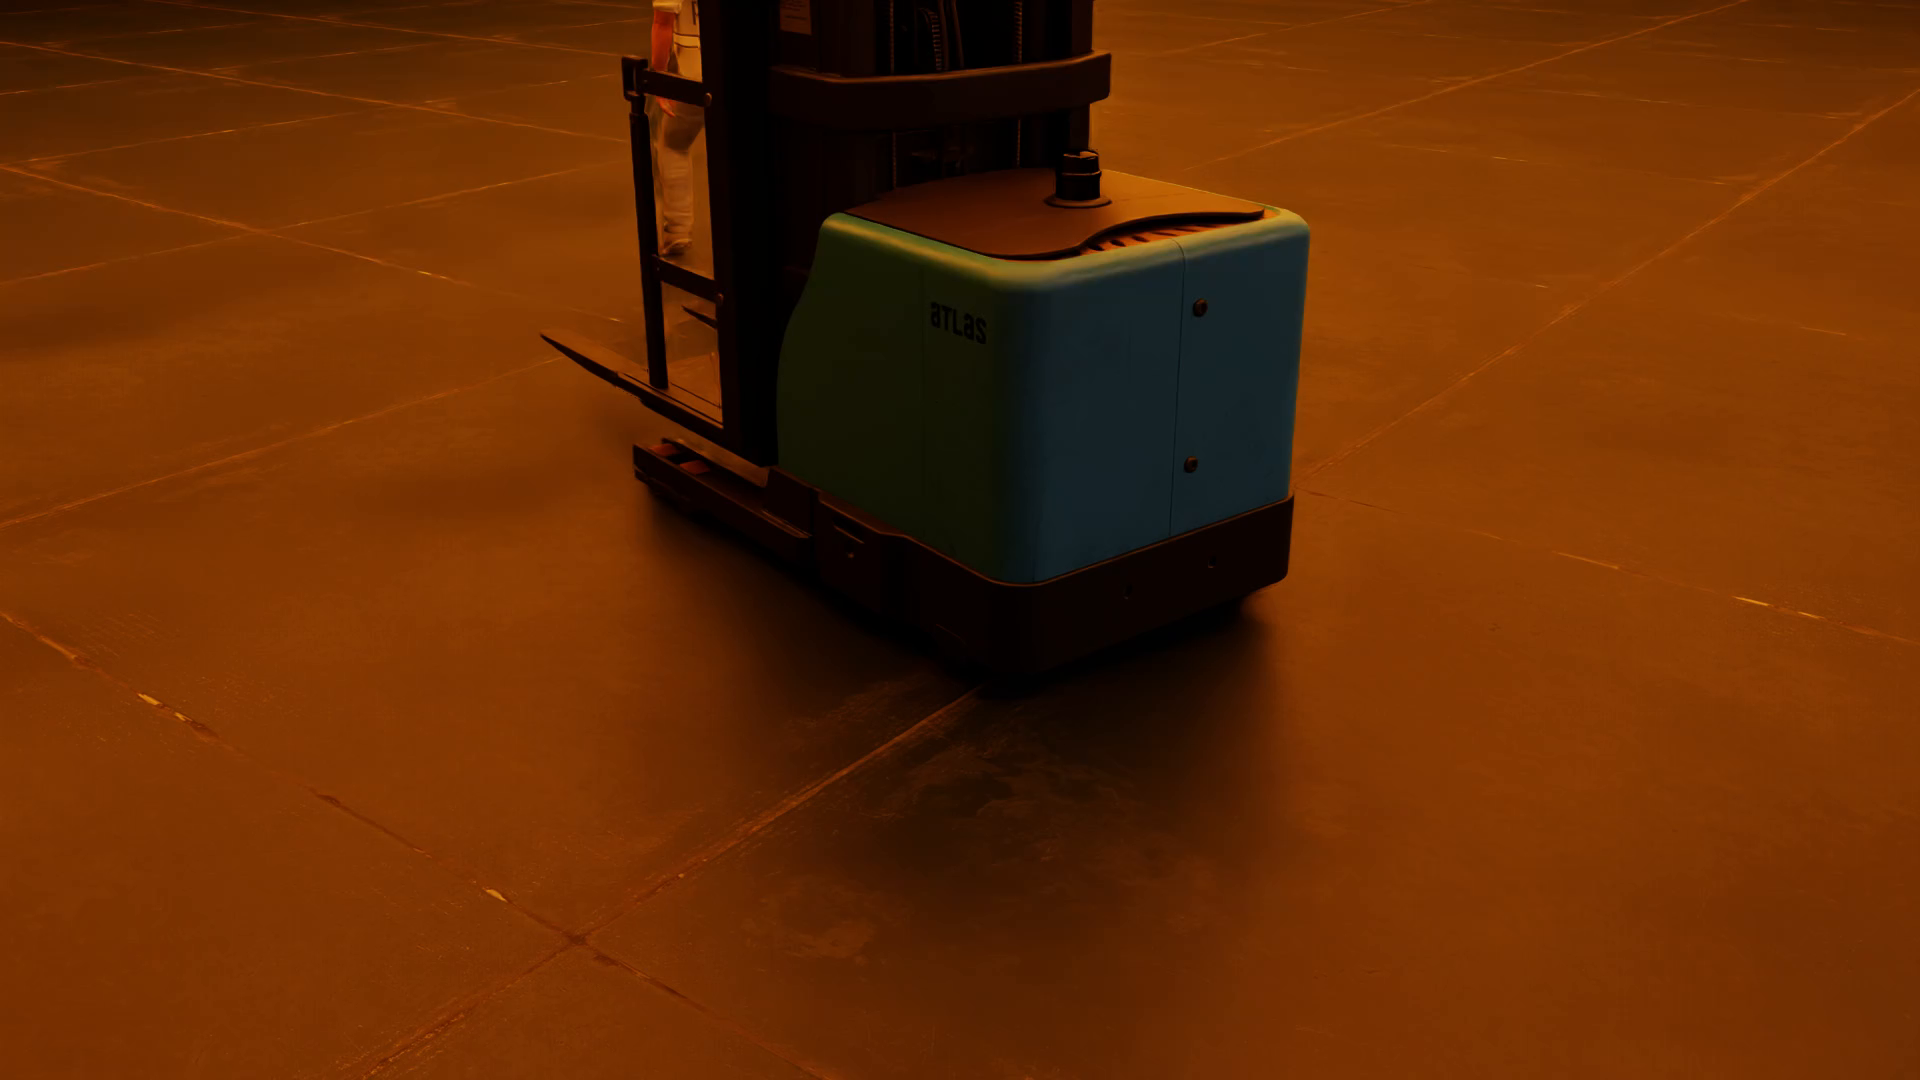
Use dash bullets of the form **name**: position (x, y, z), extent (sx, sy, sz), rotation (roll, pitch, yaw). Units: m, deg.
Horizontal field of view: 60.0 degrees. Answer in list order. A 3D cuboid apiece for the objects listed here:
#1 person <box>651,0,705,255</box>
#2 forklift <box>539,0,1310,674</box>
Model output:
- **person**: position (-1.185, -2.191, 7.988), extent (0.633, 1.810, 0.534), rotation (-10, 25, -22)
- **forklift**: position (-0.391, -1.535, 4.868), extent (1.130, 2.935, 3.031), rotation (-17, 29, -34)
